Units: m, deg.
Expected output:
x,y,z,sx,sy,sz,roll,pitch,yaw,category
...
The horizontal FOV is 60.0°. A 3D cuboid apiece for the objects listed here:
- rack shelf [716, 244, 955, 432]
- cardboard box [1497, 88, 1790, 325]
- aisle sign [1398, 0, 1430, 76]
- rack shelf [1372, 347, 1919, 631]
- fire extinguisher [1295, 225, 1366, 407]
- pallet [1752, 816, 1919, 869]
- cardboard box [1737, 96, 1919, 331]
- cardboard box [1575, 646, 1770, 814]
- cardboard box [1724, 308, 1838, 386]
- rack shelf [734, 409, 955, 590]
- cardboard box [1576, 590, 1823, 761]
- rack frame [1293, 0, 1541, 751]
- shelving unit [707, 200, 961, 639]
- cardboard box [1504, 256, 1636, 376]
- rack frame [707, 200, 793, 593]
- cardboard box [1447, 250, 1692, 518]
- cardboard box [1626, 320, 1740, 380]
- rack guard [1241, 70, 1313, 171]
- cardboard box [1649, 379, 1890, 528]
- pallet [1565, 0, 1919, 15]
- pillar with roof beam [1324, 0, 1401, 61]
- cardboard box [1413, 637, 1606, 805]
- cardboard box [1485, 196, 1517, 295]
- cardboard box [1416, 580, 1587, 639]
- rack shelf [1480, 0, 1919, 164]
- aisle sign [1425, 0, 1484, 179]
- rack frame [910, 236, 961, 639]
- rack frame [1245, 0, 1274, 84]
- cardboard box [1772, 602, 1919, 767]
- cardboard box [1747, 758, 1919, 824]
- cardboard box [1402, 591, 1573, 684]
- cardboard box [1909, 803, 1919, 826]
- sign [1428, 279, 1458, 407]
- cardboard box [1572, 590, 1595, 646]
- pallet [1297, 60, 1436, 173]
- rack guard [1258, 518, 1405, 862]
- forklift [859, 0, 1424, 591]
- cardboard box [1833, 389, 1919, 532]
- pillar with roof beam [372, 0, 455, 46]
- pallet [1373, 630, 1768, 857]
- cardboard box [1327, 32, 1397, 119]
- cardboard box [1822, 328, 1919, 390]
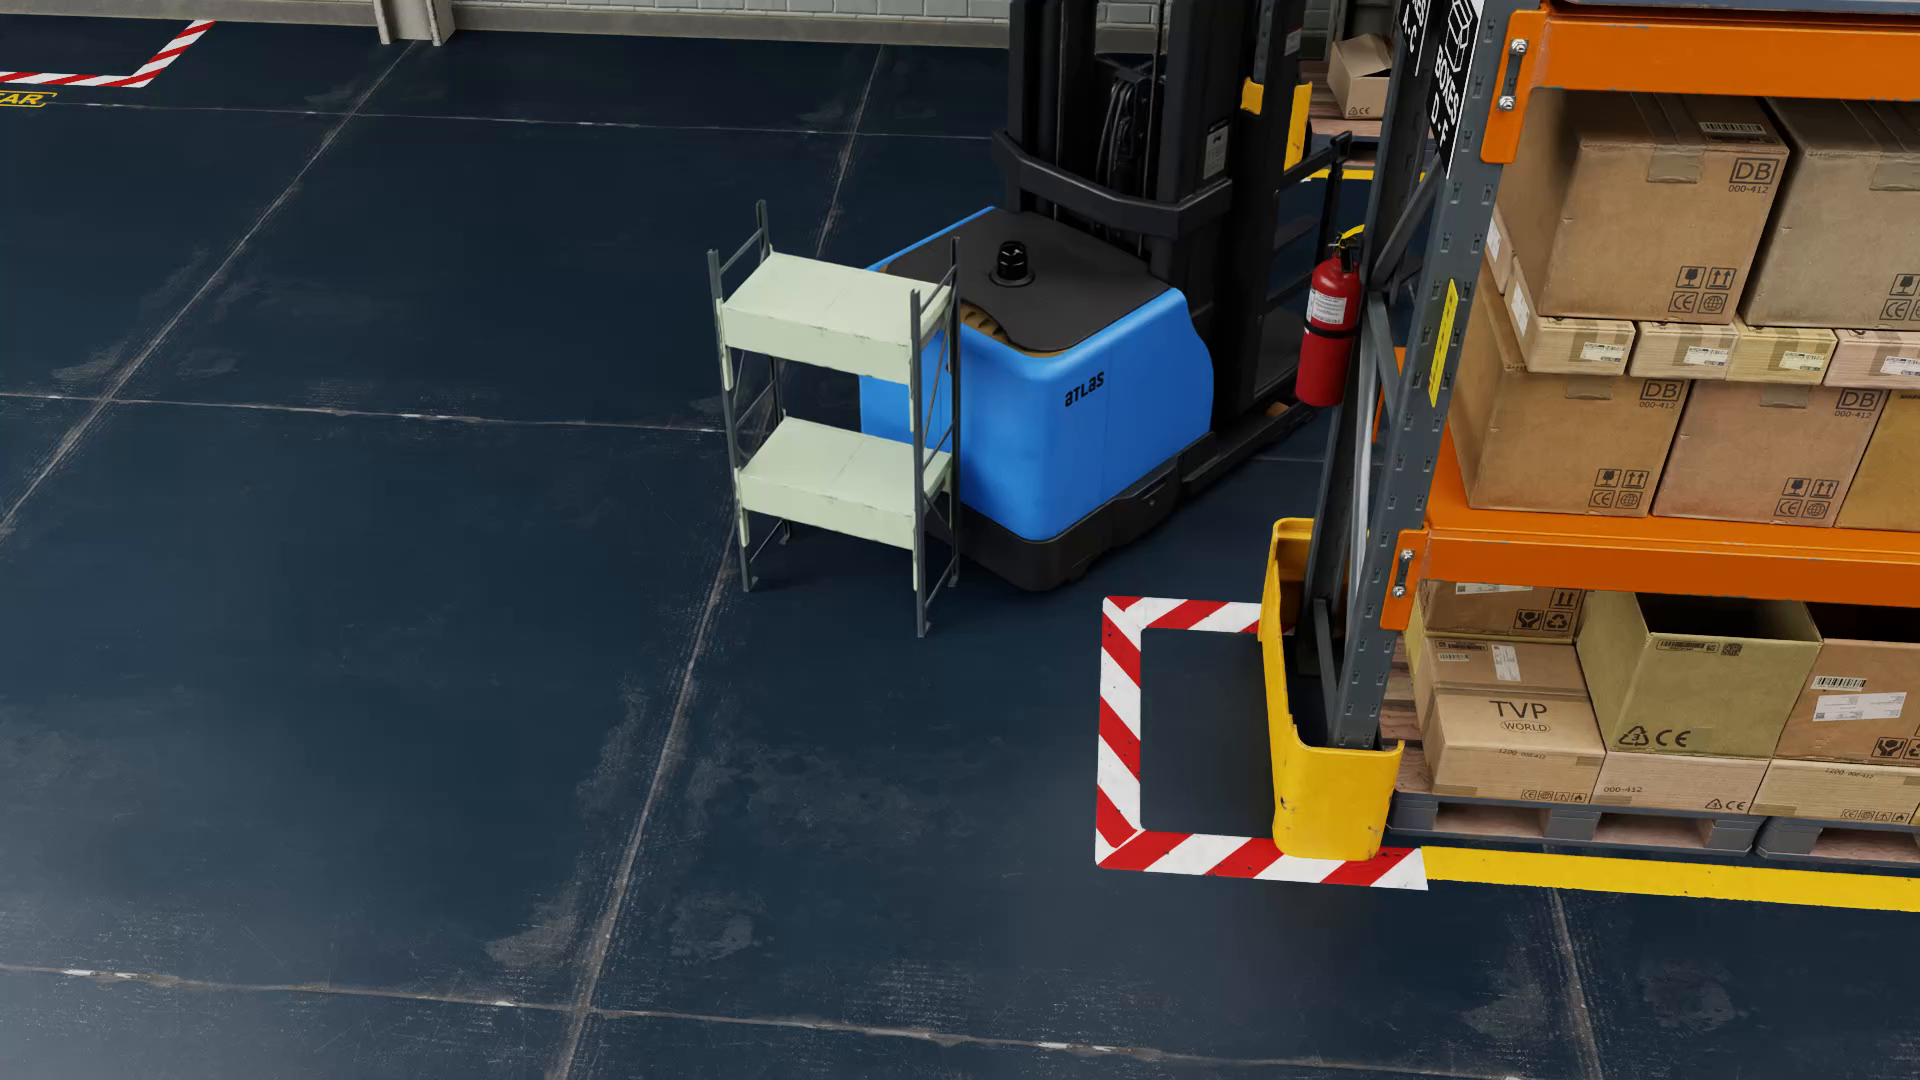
x,y,z,sx,sy,sz,roll,pitch,yaw,category
-0.421,-0.714,5.821,0.720,0.370,0.431,14,41,16,rack shelf
1.800,-0.987,4.480,0.500,0.500,0.700,3,39,4,cardboard box
1.244,-1.678,4.376,0.004,0.787,0.394,3,39,4,aisle sign
3.276,-0.093,5.059,4.000,0.370,1.077,3,39,4,rack shelf
1.206,-0.750,5.357,0.183,0.674,0.296,3,39,4,fire extinguisher
3.261,0.683,5.743,1.213,0.211,1.003,3,39,4,pallet
2.325,-0.962,4.449,0.500,0.500,0.700,2,39,3,cardboard box
2.297,0.616,5.462,0.500,0.250,0.500,3,39,4,cardboard box
2.168,-0.588,4.503,0.250,0.149,0.380,3,39,4,cardboard box
-0.421,-0.159,6.273,0.720,0.370,0.431,14,41,16,rack shelf
2.297,0.326,5.224,0.500,0.500,0.500,3,39,4,cardboard box
1.284,-0.481,4.965,0.127,3.000,1.000,3,39,4,rack frame
-0.421,-0.412,6.068,0.755,1.500,0.431,14,41,16,shelving unit
1.656,-0.615,4.536,0.250,0.149,0.380,3,39,4,cardboard box
-0.763,-0.494,6.169,0.023,1.500,0.400,14,41,16,rack frame
1.748,-0.487,4.893,0.500,0.500,0.700,3,39,4,cardboard box
1.919,-0.602,4.521,0.250,0.149,0.380,2,39,3,cardboard box
1.783,-2.624,9.577,0.348,0.500,1.175,3,39,4,rack guard
2.271,-0.461,4.861,0.500,0.500,0.700,4,39,5,cardboard box
1.986,-1.556,3.979,1.213,0.211,1.003,3,39,4,pallet
2.108,-3.722,4.194,0.400,9.000,9.100,3,39,4,pillar with roof beam
1.799,0.591,5.493,0.500,0.250,0.500,3,39,4,cardboard box
1.681,-0.871,4.851,0.250,0.149,0.380,3,39,3,cardboard box
1.844,-0.027,5.658,0.500,0.500,0.500,3,39,4,cardboard box
3.276,-1.257,4.112,4.000,0.370,1.077,3,39,4,rack shelf
1.192,-1.301,3.912,0.004,0.787,0.394,3,39,4,aisle sign
-0.080,-0.329,5.966,0.023,1.500,0.400,14,41,16,rack frame
1.707,-3.597,8.793,0.127,3.000,1.000,3,39,4,rack frame
2.796,0.346,5.201,0.500,0.500,0.500,3,39,4,cardboard box
2.795,0.644,5.429,0.500,0.250,0.500,3,39,4,cardboard box
1.843,0.265,5.893,0.500,0.250,0.500,3,39,4,cardboard box
3.293,0.674,5.391,0.500,0.250,0.500,3,39,4,cardboard box
1.230,-0.499,4.239,0.005,0.325,0.100,3,39,4,sign
2.343,0.285,5.869,0.500,0.250,0.500,3,39,4,cardboard box
2.589,-2.445,9.587,1.213,0.211,1.003,3,39,4,pallet
1.260,0.487,5.756,0.348,0.500,1.175,3,39,4,rack guard
0.967,-1.774,6.607,1.130,2.935,3.031,31,48,32,forklift
2.765,-0.430,4.823,0.500,0.500,0.700,3,39,4,cardboard box
-3.870,-4.049,4.596,0.400,9.000,9.100,3,39,4,pillar with roof beam
2.049,0.615,5.827,1.213,0.211,1.003,3,39,4,pallet
2.389,-2.631,9.387,0.500,0.311,0.500,-1,39,-1,cardboard box
2.419,-0.573,4.484,0.250,0.149,0.380,3,39,3,cardboard box
